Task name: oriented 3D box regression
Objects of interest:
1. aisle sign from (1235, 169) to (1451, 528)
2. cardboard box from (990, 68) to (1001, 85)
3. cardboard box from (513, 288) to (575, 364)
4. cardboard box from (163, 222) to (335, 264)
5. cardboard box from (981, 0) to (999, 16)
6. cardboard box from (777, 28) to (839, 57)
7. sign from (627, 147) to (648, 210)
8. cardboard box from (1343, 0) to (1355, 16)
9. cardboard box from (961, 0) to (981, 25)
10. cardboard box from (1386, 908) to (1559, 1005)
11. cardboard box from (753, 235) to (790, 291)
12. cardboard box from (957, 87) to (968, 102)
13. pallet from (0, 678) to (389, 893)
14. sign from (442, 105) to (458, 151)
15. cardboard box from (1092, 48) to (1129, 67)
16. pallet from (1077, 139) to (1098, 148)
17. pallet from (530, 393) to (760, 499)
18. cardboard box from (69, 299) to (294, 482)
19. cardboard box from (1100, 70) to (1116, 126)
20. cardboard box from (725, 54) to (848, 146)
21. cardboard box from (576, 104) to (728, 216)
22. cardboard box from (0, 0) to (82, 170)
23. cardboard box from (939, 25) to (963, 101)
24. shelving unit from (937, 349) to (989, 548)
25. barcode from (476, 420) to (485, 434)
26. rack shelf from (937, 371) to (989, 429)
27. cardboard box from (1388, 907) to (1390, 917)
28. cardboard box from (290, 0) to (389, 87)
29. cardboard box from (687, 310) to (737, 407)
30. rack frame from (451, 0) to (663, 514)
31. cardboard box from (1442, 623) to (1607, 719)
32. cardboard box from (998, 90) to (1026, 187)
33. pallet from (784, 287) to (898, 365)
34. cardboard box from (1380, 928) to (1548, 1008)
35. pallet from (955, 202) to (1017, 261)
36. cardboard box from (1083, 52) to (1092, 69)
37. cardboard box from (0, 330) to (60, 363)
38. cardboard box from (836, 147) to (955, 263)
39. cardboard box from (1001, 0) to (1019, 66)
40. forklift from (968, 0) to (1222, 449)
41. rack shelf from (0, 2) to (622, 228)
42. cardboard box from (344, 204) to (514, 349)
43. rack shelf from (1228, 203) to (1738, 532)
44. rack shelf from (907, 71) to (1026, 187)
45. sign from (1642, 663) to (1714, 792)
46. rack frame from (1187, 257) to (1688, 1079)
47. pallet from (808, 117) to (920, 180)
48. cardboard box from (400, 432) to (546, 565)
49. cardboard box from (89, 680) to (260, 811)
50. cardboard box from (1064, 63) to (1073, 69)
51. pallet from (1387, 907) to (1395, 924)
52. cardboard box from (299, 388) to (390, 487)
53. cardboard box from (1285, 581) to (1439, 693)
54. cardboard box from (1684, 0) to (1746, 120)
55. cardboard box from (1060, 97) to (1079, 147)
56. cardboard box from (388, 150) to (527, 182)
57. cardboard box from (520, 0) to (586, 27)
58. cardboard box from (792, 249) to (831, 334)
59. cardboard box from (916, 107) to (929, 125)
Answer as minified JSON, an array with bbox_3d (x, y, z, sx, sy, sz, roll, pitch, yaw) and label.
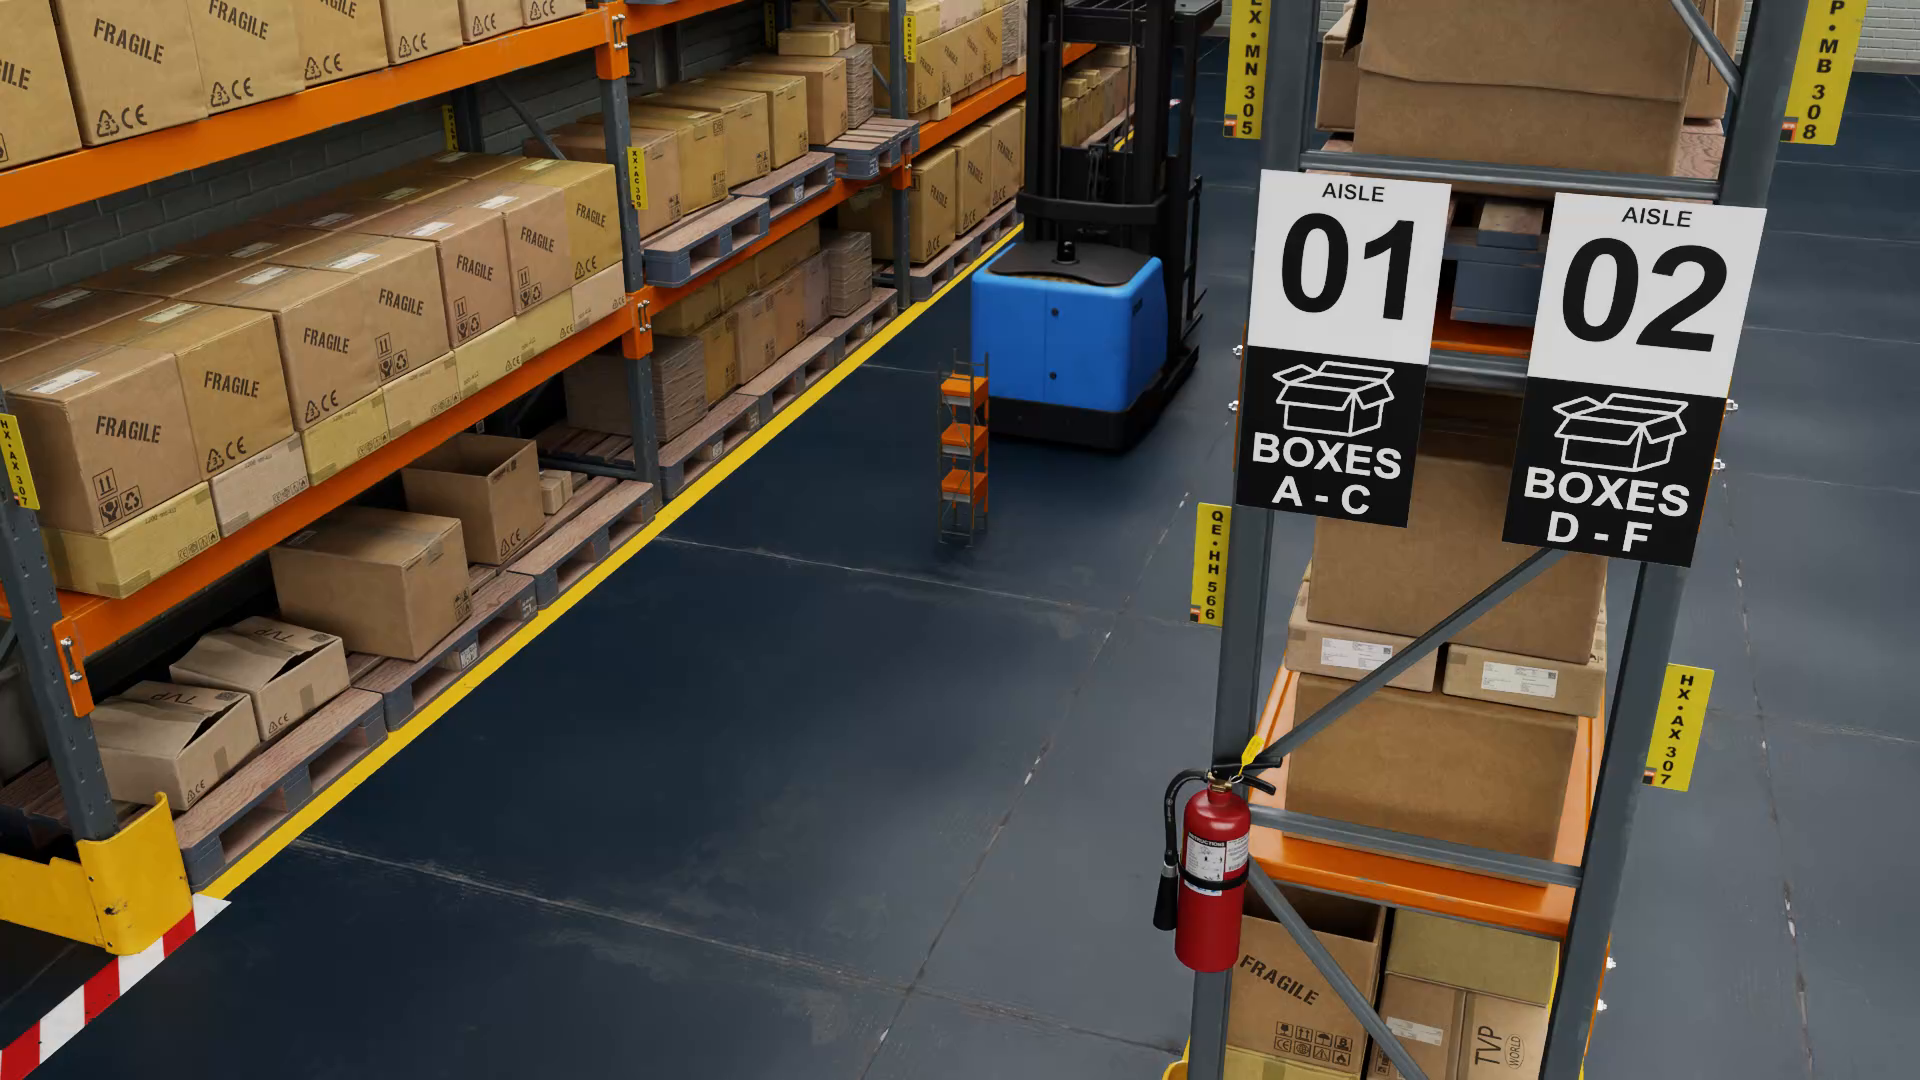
[{"bbox_3d":[0.831,-0.410,3.671,0.394,0.787,0.004,9,27,17],"label":"aisle sign"},{"bbox_3d":[0.141,-4.073,14.485,0.380,0.149,0.250,8,27,16],"label":"cardboard box"},{"bbox_3d":[-2.257,-1.084,8.196,0.500,0.250,0.500,9,27,18],"label":"cardboard box"},{"bbox_3d":[-3.074,-1.070,7.307,0.500,0.500,0.500,9,27,18],"label":"cardboard box"},{"bbox_3d":[0.019,-4.541,13.847,0.500,0.250,0.500,8,27,16],"label":"cardboard box"},{"bbox_3d":[-1.060,-3.483,11.638,0.380,0.149,0.250,4,26,9],"label":"cardboard box"},{"bbox_3d":[-1.697,-1.899,8.736,0.100,0.325,0.005,9,27,17],"label":"sign"},{"bbox_3d":[1.450,-1.526,4.978,0.500,0.311,0.500,12,28,23],"label":"cardboard box"},{"bbox_3d":[-0.145,-4.330,13.412,0.500,0.250,0.500,9,27,18],"label":"cardboard box"},{"bbox_3d":[1.683,1.093,5.363,0.500,0.500,0.500,9,27,17],"label":"cardboard box"},{"bbox_3d":[-1.486,-1.898,11.232,0.500,0.250,0.500,9,27,17],"label":"cardboard box"},{"bbox_3d":[-0.151,-3.759,13.837,0.380,0.149,0.250,9,27,18],"label":"cardboard box"},{"bbox_3d":[-3.214,0.954,7.037,1.003,0.211,1.213,9,27,17],"label":"pallet"},{"bbox_3d":[-2.736,-2.185,8.992,0.100,0.325,0.005,9,27,17],"label":"sign"},{"bbox_3d":[1.688,-5.386,18.573,0.380,0.149,0.250,9,27,19],"label":"cardboard box"},{"bbox_3d":[0.778,-3.918,17.101,1.003,0.211,1.213,9,27,17],"label":"pallet"},{"bbox_3d":[-1.954,-0.650,10.350,1.003,0.211,1.213,9,27,17],"label":"pallet"},{"bbox_3d":[-2.926,-0.574,6.283,0.500,0.500,0.500,9,27,18],"label":"cardboard box"},{"bbox_3d":[1.310,-4.866,18.244,0.700,0.500,0.500,8,27,16],"label":"cardboard box"},{"bbox_3d":[-1.188,-3.043,11.474,0.700,0.500,0.500,6,27,13],"label":"cardboard box"},{"bbox_3d":[-1.817,-2.261,9.857,0.700,0.500,0.500,12,28,23],"label":"cardboard box"},{"bbox_3d":[-3.195,-1.446,5.215,0.500,0.500,0.500,9,27,19],"label":"cardboard box"},{"bbox_3d":[-0.294,-3.793,13.163,0.500,0.500,0.500,10,27,19],"label":"cardboard box"},{"bbox_3d":[0.018,-0.495,9.067,0.215,1.050,0.252,9,27,17],"label":"shelving unit"},{"bbox_3d":[-2.617,-0.615,9.074,0.001,0.075,0.075,9,27,17],"label":"barcode"},{"bbox_3d":[0.018,-0.740,8.948,0.215,0.259,0.240,9,27,17],"label":"rack shelf"},{"bbox_3d":[1.350,1.148,6.110,0.500,0.250,0.500,9,27,17],"label":"cardboard box"},{"bbox_3d":[-2.656,-2.099,6.563,0.500,0.500,0.500,10,28,21],"label":"cardboard box"},{"bbox_3d":[-1.858,-1.182,10.613,0.700,0.500,0.500,8,27,16],"label":"cardboard box"},{"bbox_3d":[-2.211,-1.585,9.081,1.000,3.000,0.127,9,27,17],"label":"rack frame"},{"bbox_3d":[1.464,0.309,4.311,0.380,0.149,0.250,9,27,17],"label":"cardboard box"},{"bbox_3d":[0.357,-3.808,15.658,0.750,0.750,0.750,9,27,18],"label":"cardboard box"},{"bbox_3d":[-1.142,-1.653,12.421,1.003,0.211,1.213,9,27,17],"label":"pallet"},{"bbox_3d":[1.681,1.430,5.527,0.500,0.250,0.500,9,27,17],"label":"cardboard box"},{"bbox_3d":[-0.139,-2.786,14.762,1.003,0.211,1.213,9,27,17],"label":"pallet"},{"bbox_3d":[1.245,-5.339,18.478,0.380,0.149,0.250,9,27,18],"label":"cardboard box"},{"bbox_3d":[-3.586,-0.445,6.015,0.500,0.500,0.500,8,27,17],"label":"cardboard box"},{"bbox_3d":[-0.512,-2.733,13.438,0.750,0.750,0.750,8,27,17],"label":"cardboard box"},{"bbox_3d":[0.199,-4.418,14.453,0.500,0.500,0.500,9,27,18],"label":"cardboard box"},{"bbox_3d":[1.046,-2.501,11.051,1.130,2.935,3.031,9,27,18],"label":"forklift"},{"bbox_3d":[-2.877,-1.789,6.887,1.077,0.370,4.000,9,27,17],"label":"rack shelf"},{"bbox_3d":[-2.416,-1.213,7.603,0.500,0.500,0.500,8,27,16],"label":"cardboard box"},{"bbox_3d":[1.796,-1.072,5.406,1.077,0.370,4.000,9,27,17],"label":"rack shelf"},{"bbox_3d":[-0.215,-3.727,14.330,1.077,0.370,4.000,9,27,17],"label":"rack shelf"},{"bbox_3d":[1.651,0.433,3.828,0.100,0.325,0.005,9,27,17],"label":"sign"},{"bbox_3d":[1.130,0.776,4.206,1.000,3.000,0.127,9,27,17],"label":"rack frame"},{"bbox_3d":[-1.017,-2.834,11.881,1.213,0.211,1.003,9,27,17],"label":"pallet"},{"bbox_3d":[-2.519,-0.225,8.637,0.500,0.500,0.500,7,27,14],"label":"cardboard box"},{"bbox_3d":[-3.227,0.800,6.736,0.500,0.311,0.500,6,26,12],"label":"cardboard box"},{"bbox_3d":[0.991,-5.025,17.829,0.380,0.149,0.250,8,27,17],"label":"cardboard box"},{"bbox_3d":[1.753,1.211,6.507,1.003,0.211,1.213,9,27,17],"label":"pallet"},{"bbox_3d":[-2.746,-0.461,6.909,0.500,0.250,0.500,8,27,17],"label":"cardboard box"},{"bbox_3d":[1.078,0.254,4.424,0.380,0.149,0.250,8,27,17],"label":"cardboard box"},{"bbox_3d":[1.940,-1.514,4.736,0.500,0.500,0.500,9,27,17],"label":"cardboard box"},{"bbox_3d":[0.796,-4.229,16.928,0.700,0.500,0.500,9,27,18],"label":"cardboard box"},{"bbox_3d":[-2.565,-1.701,8.610,0.500,0.500,0.500,8,27,16],"label":"cardboard box"},{"bbox_3d":[-2.147,-2.744,7.897,0.500,0.500,0.500,10,27,19],"label":"cardboard box"},{"bbox_3d":[-1.352,-1.803,11.896,0.700,0.500,0.500,9,27,17],"label":"cardboard box"},{"bbox_3d":[-0.460,-3.329,12.948,0.380,0.149,0.250,9,27,18],"label":"cardboard box"}]
